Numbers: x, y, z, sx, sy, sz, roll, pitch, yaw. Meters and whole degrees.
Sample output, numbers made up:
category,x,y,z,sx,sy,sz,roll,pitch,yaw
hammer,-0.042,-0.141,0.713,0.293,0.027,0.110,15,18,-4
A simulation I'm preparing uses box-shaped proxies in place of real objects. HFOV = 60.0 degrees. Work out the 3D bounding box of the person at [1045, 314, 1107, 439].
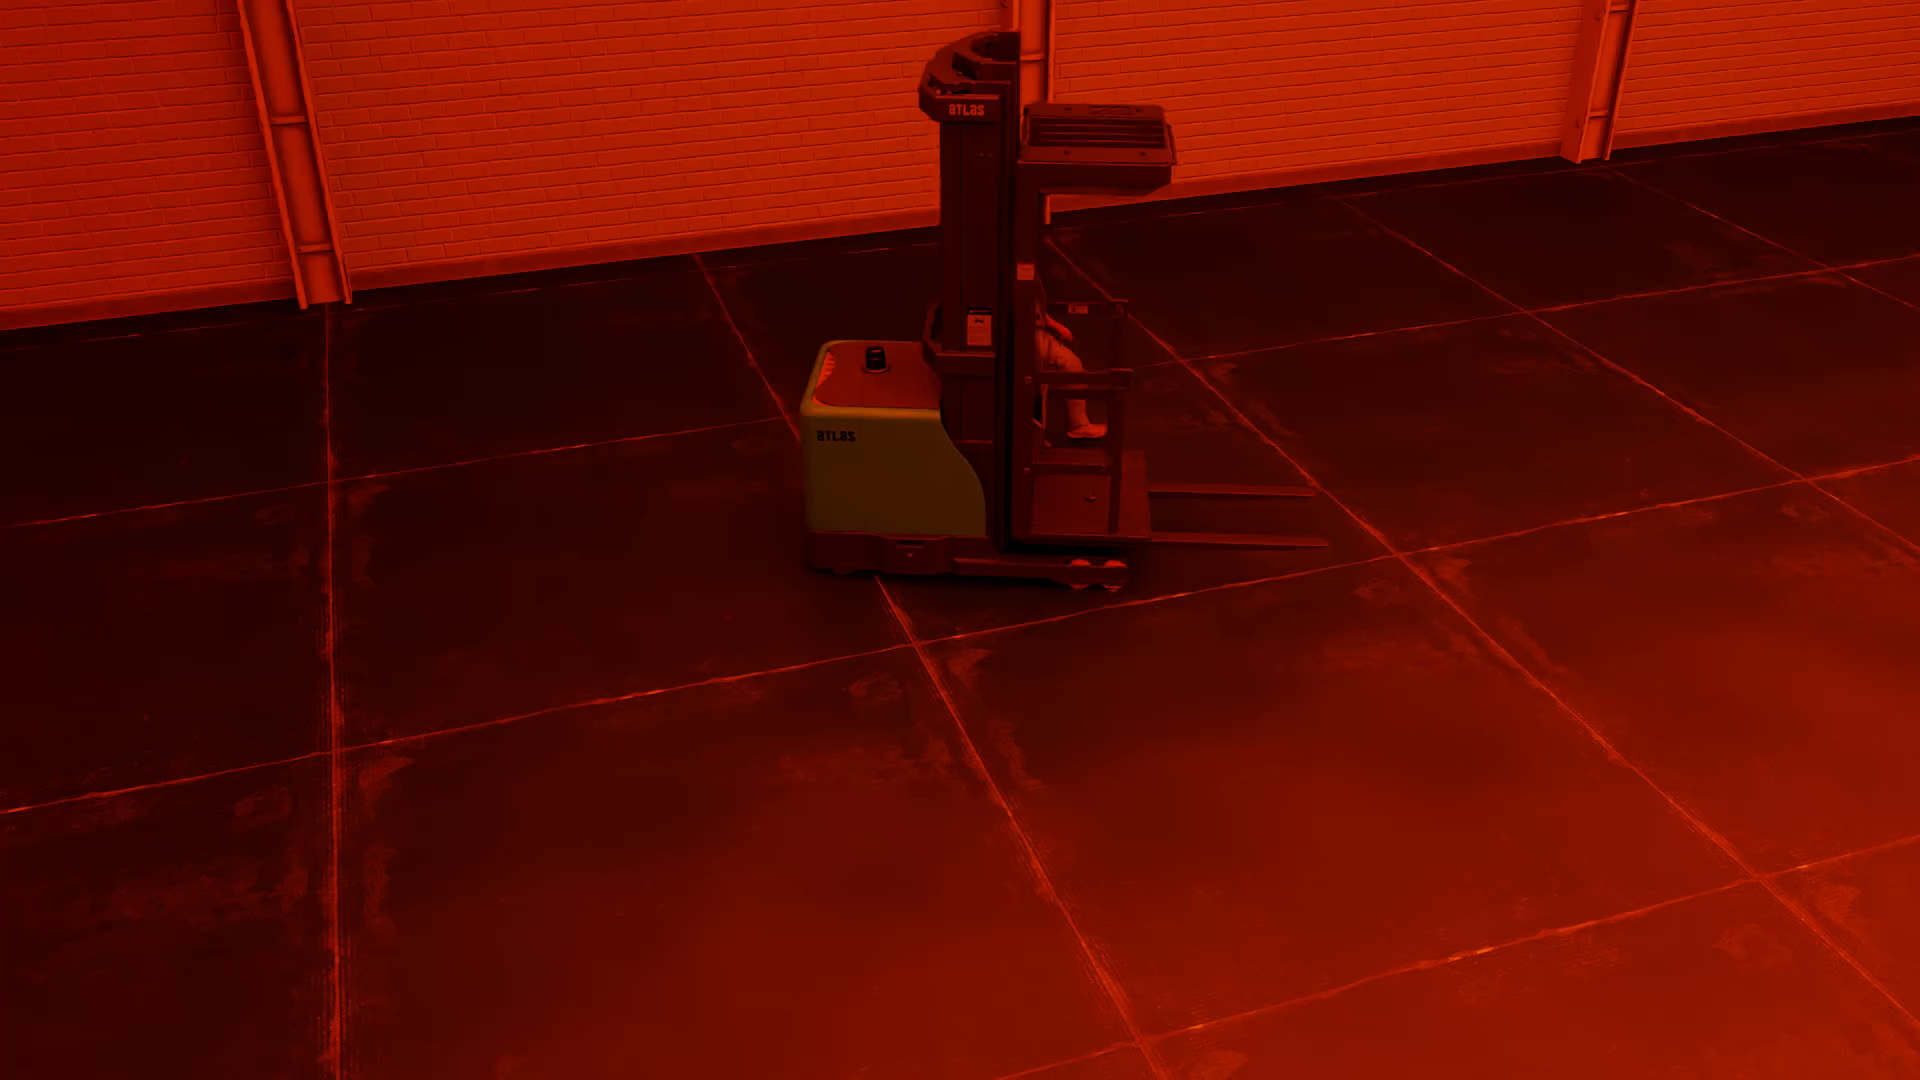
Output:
category,x,y,z,sx,sy,sz,roll,pitch,yaw
person,0.408,-1.429,11.076,0.887,1.516,0.961,-14,33,-23

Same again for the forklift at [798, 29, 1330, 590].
category,x,y,z,sx,sy,sz,roll,pitch,yaw
forklift,0.631,-1.260,9.277,3.031,2.935,1.130,2,30,3
